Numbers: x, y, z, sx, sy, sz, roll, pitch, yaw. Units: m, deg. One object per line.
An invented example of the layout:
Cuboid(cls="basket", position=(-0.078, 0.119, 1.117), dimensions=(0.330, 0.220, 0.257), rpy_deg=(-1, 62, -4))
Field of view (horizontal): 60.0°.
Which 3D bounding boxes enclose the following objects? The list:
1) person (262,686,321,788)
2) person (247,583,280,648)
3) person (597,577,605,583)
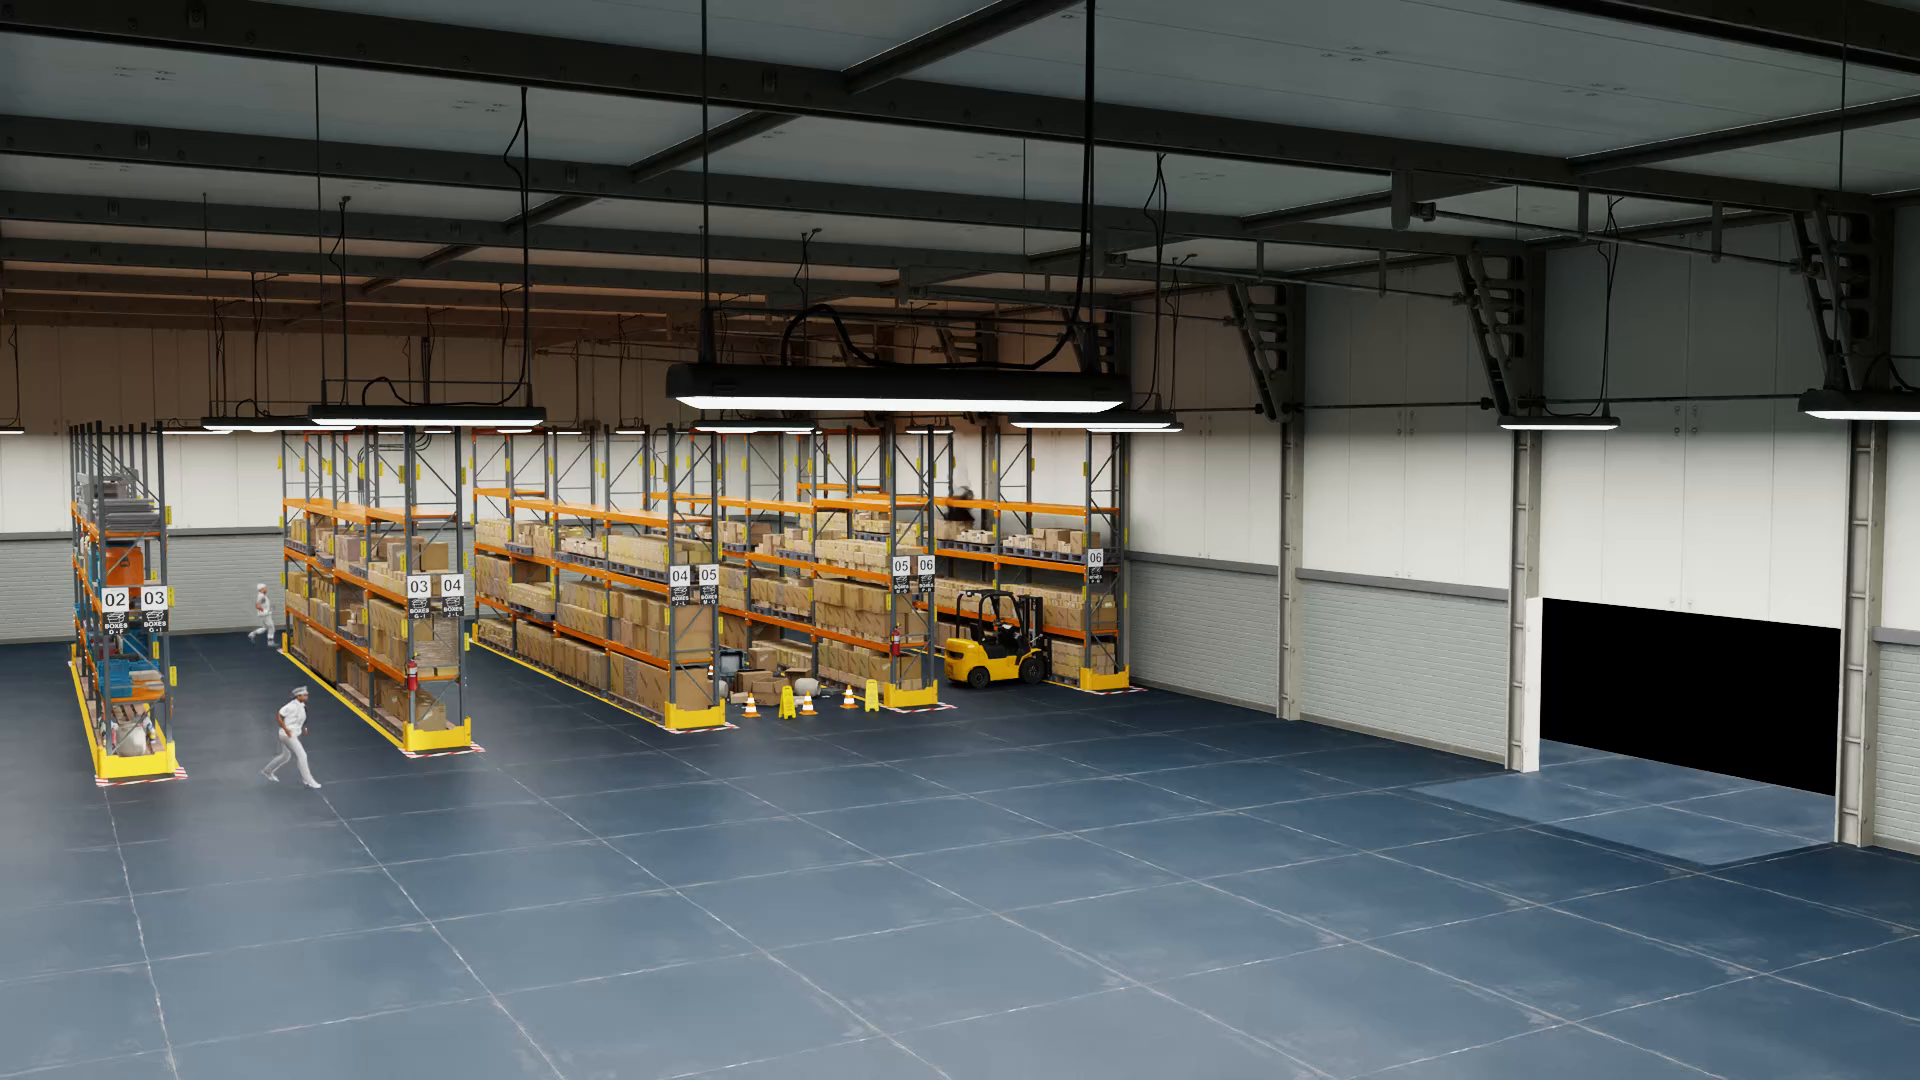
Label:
Cuboid(cls="person", position=(-10.963, 3.217, 27.180), dimensions=(0.988, 1.664, 0.600), rpy_deg=(0, 4, 3))
Cuboid(cls="person", position=(-18.966, 2.055, 45.234), dimensions=(0.819, 1.754, 0.666), rpy_deg=(-2, 4, -24))
Cuboid(cls="person", position=(-10.509, 1.836, 49.888), dimensions=(0.963, 1.701, 0.698), rpy_deg=(-1, 4, -17))
